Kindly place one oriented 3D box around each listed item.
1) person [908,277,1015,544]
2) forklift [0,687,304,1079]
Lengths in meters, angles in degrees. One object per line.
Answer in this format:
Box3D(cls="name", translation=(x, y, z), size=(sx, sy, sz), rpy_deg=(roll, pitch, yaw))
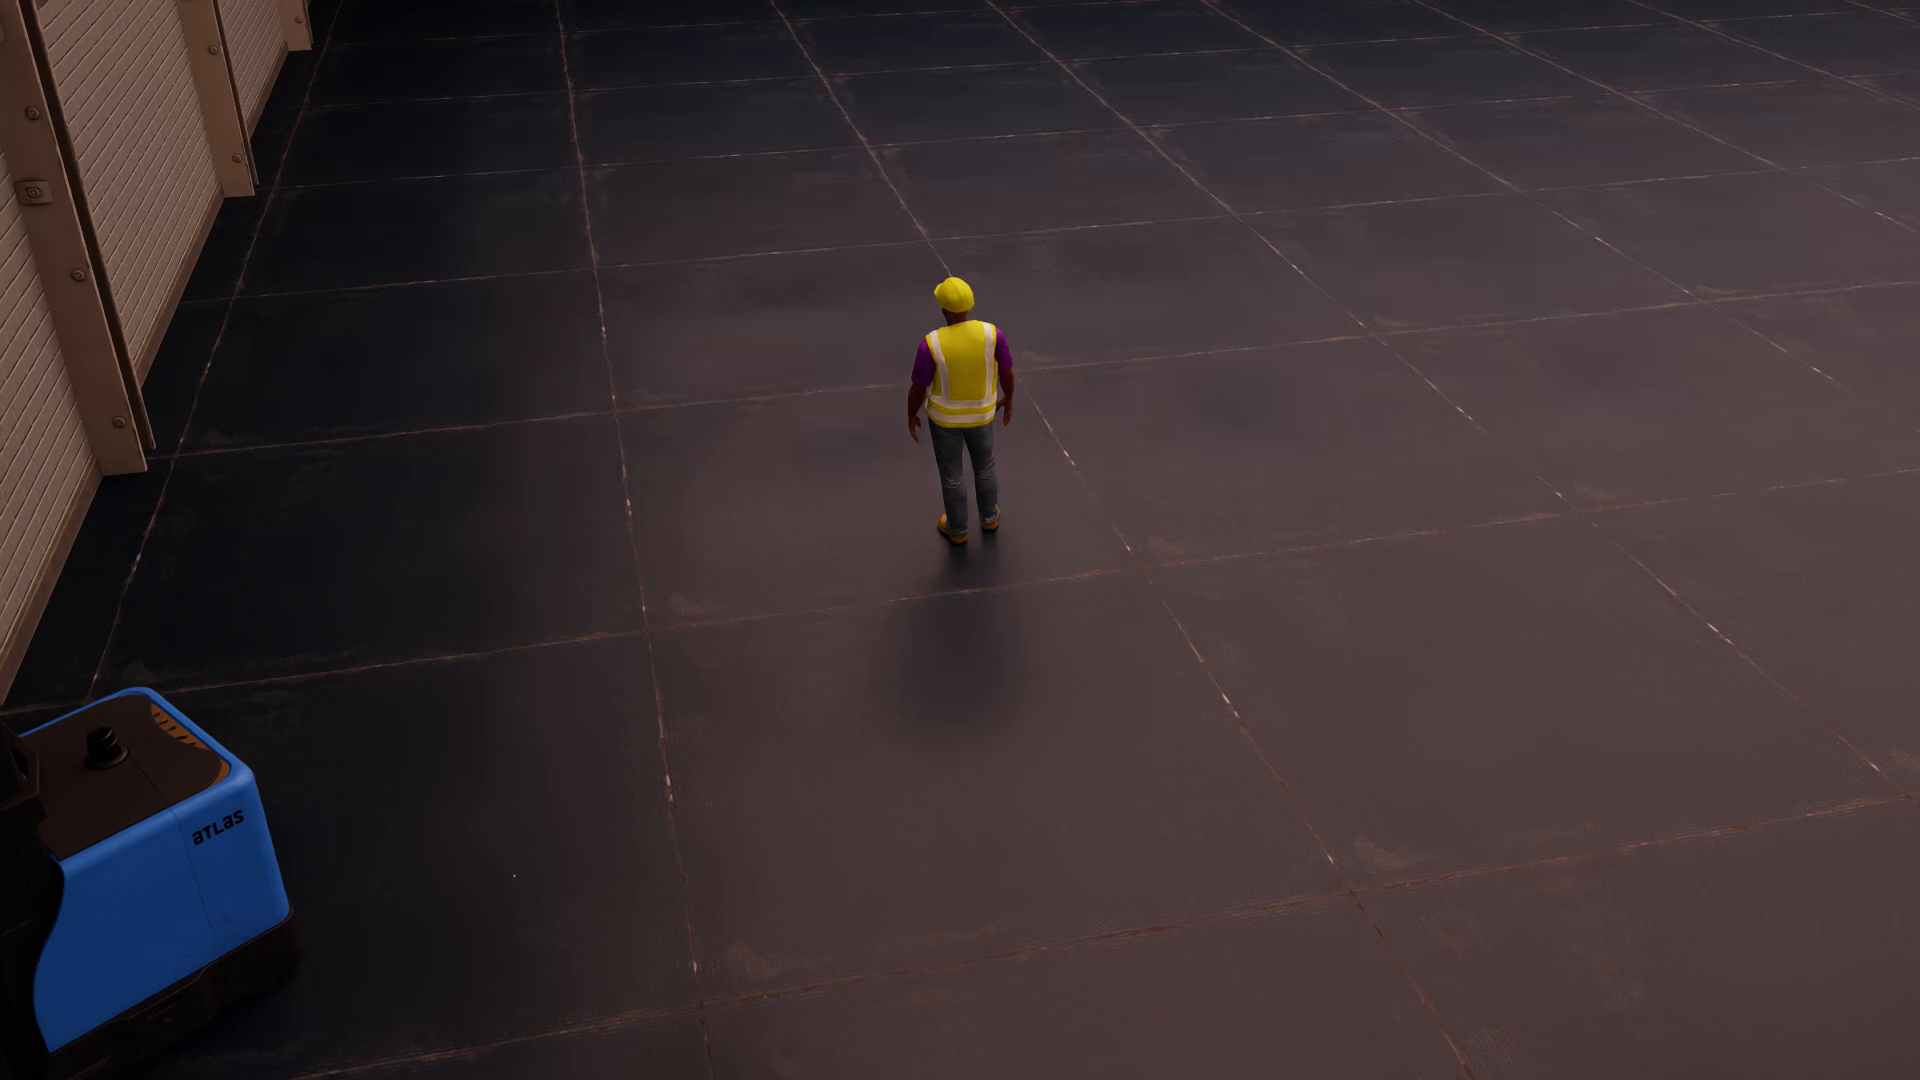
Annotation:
Box3D(cls="person", translation=(-0.010, -0.805, 10.113), size=(0.665, 1.765, 0.577), rpy_deg=(-7, 31, -12))
Box3D(cls="forklift", translation=(-4.209, 0.992, 5.861), size=(1.130, 2.935, 3.031), rpy_deg=(24, 38, 35))
